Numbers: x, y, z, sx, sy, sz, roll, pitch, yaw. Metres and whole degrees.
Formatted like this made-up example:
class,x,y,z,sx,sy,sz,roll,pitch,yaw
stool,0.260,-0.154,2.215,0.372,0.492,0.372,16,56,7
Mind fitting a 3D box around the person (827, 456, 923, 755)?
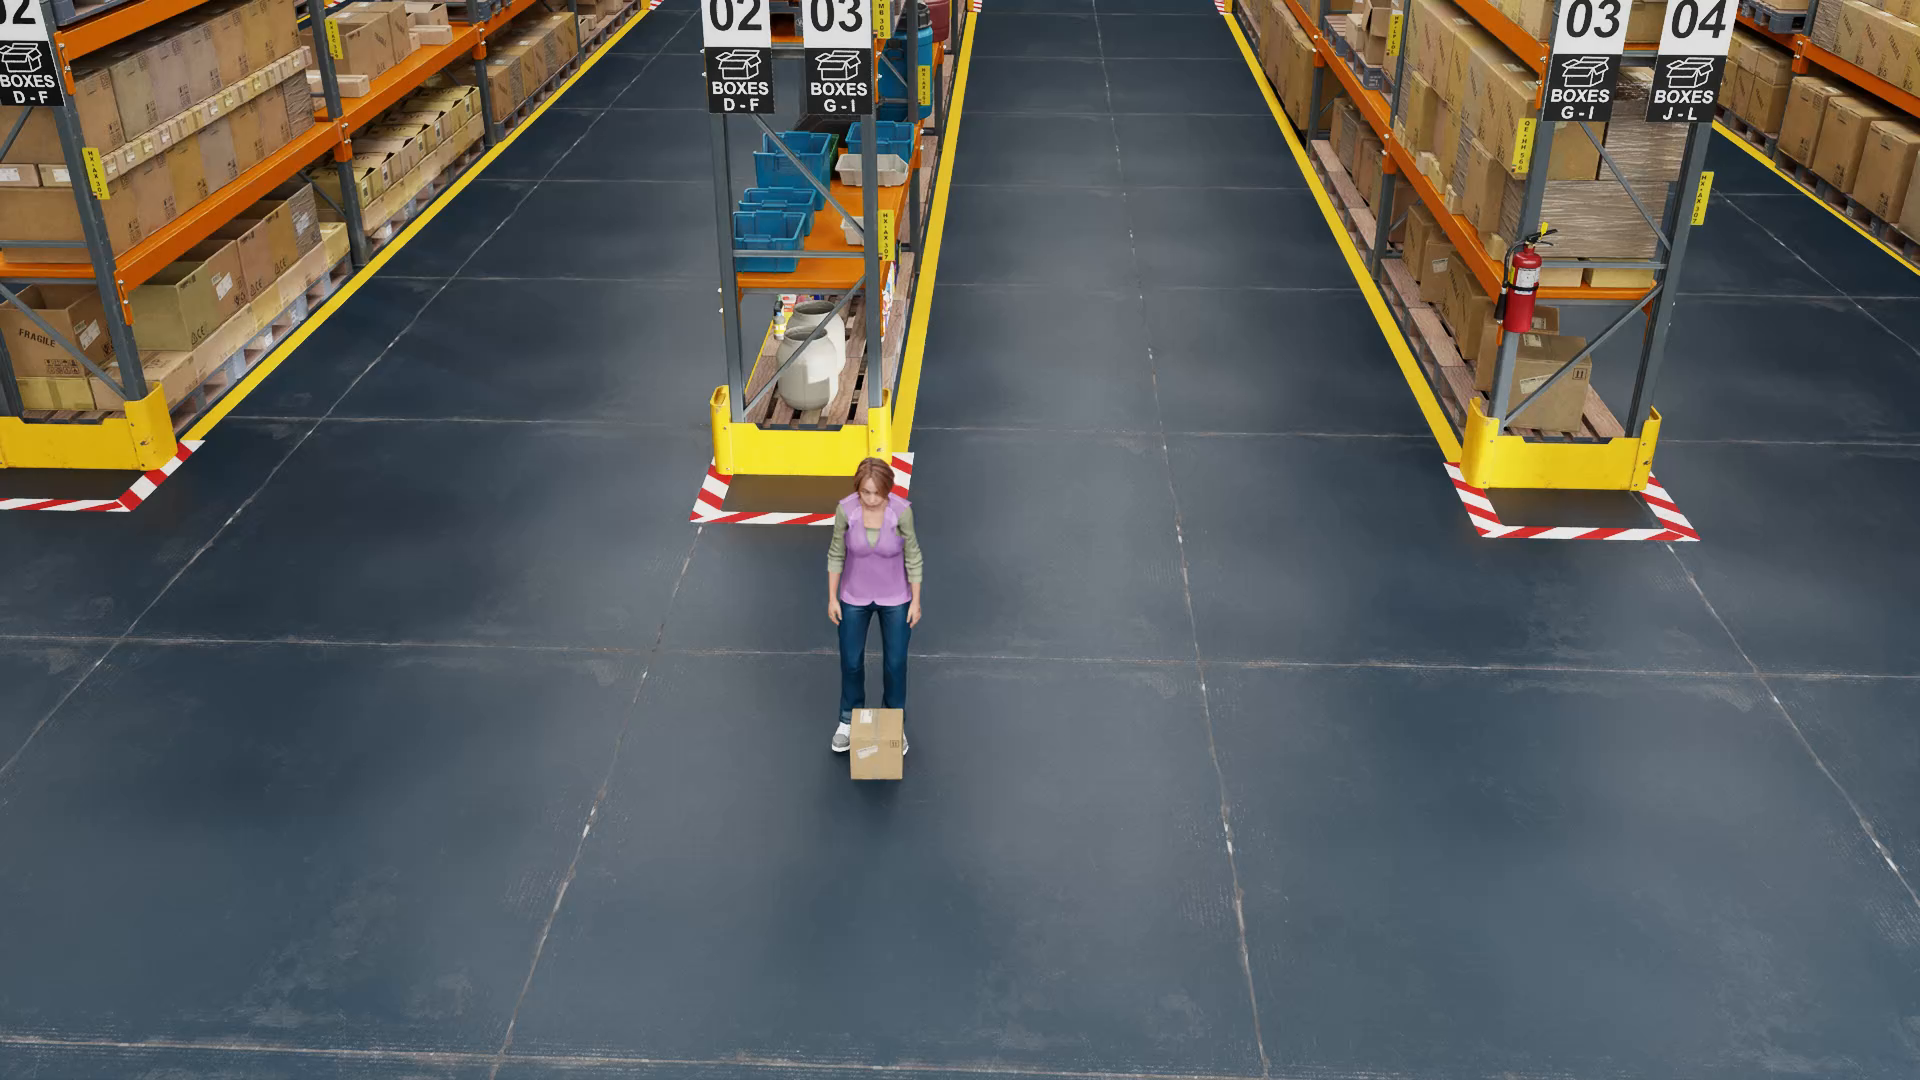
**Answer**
class,x,y,z,sx,sy,sz,roll,pitch,yaw
person,-0.411,0.306,8.068,0.461,1.593,0.365,1,28,2
